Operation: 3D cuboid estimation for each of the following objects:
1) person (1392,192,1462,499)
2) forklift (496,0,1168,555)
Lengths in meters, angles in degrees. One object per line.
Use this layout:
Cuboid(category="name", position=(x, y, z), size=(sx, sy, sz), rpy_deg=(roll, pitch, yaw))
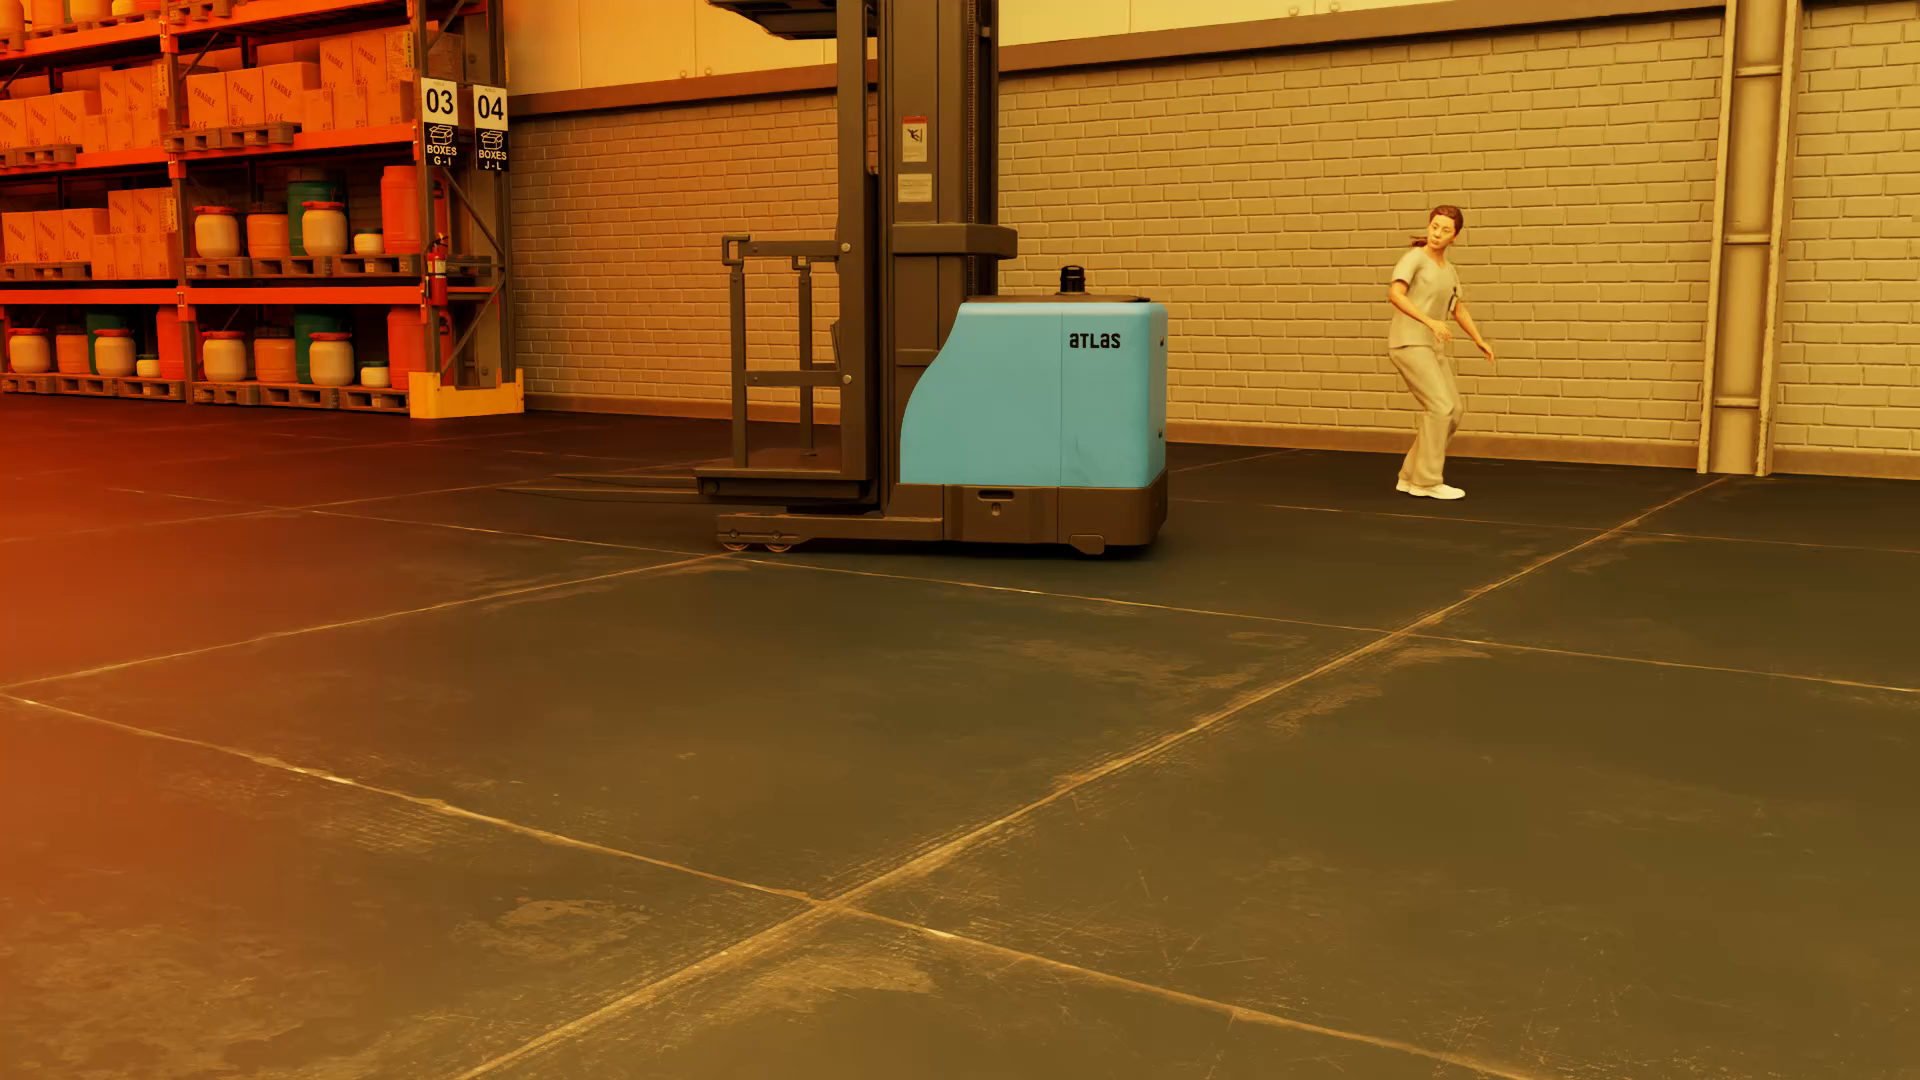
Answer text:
Cuboid(category="person", position=(2.652, -1.087, 9.245), size=(0.547, 1.674, 0.550), rpy_deg=(-8, 11, -44))
Cuboid(category="forklift", position=(-0.596, -1.469, 7.520), size=(3.031, 2.935, 1.130), rpy_deg=(2, 8, 12))
